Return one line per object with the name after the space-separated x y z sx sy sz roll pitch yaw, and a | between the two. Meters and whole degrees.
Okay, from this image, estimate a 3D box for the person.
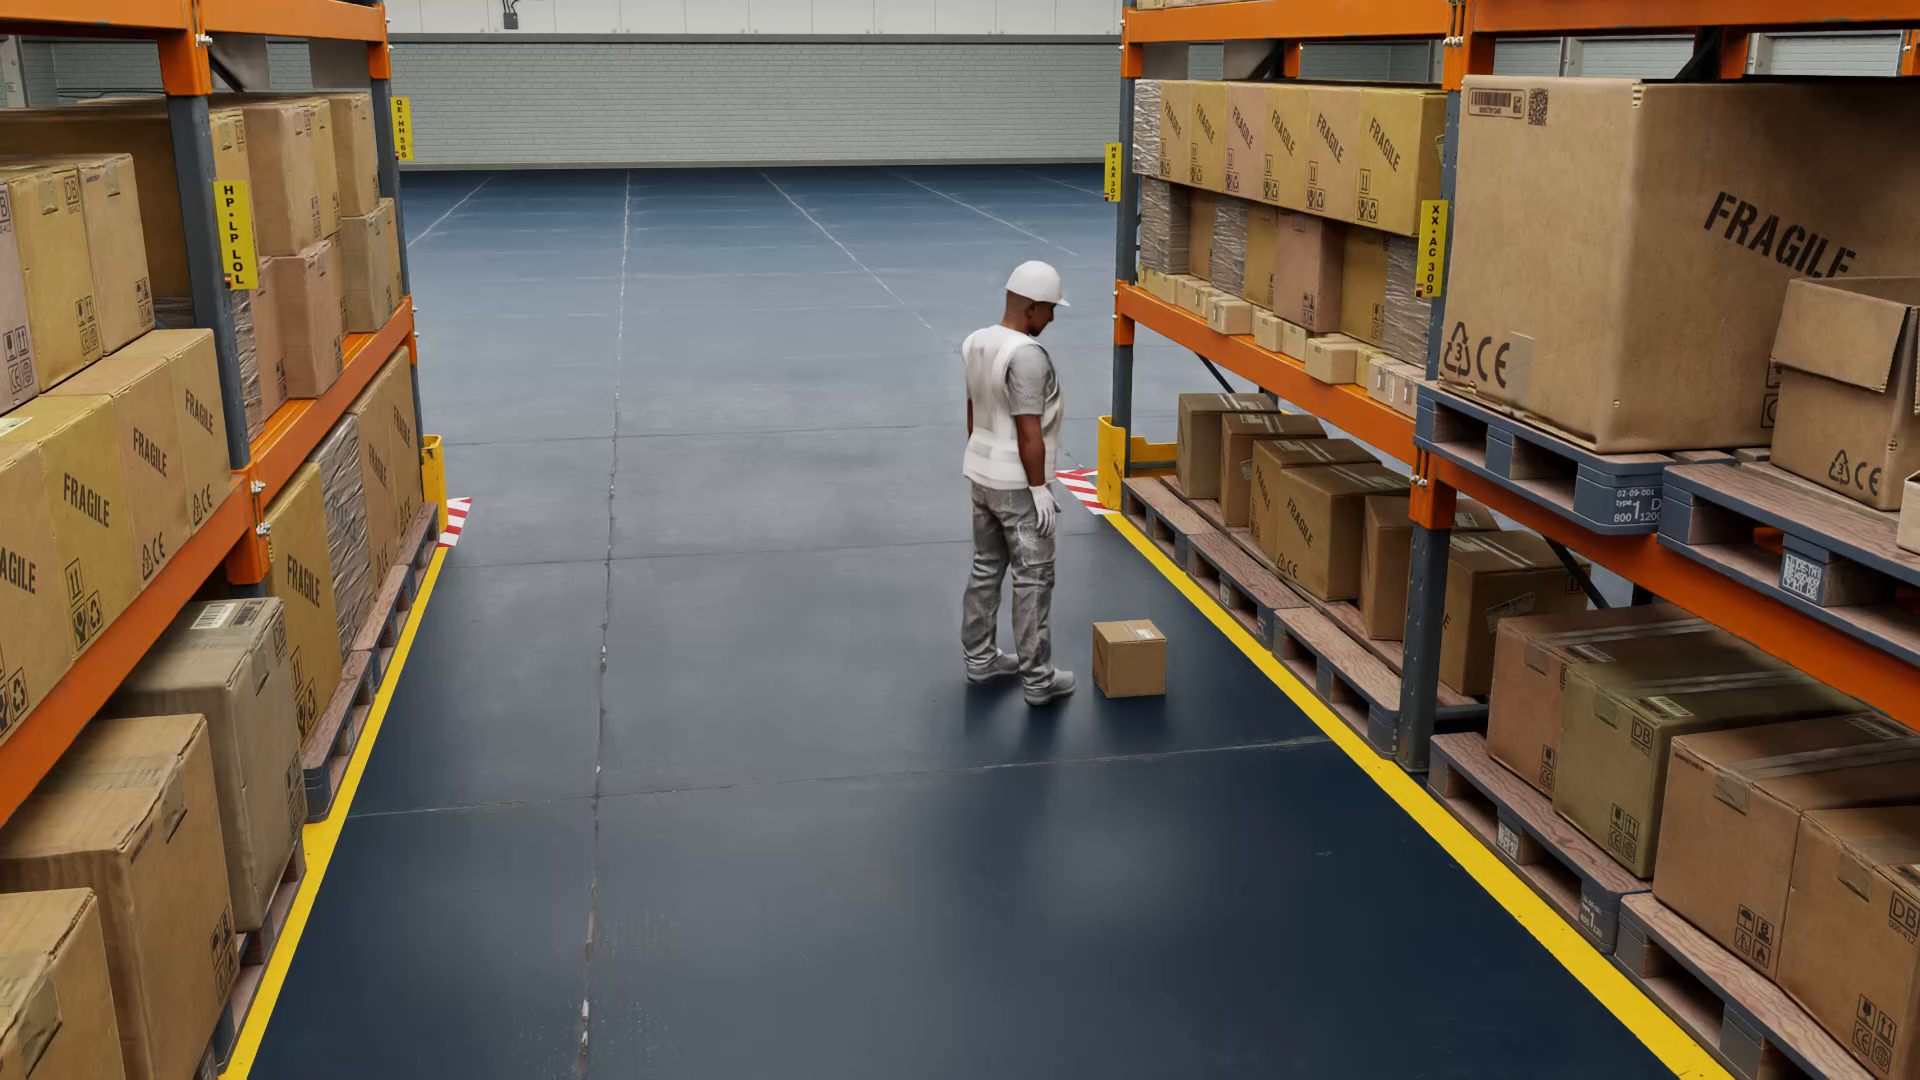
0.253 -0.234 6.736 0.454 1.777 0.594 -7 18 -23 | person
